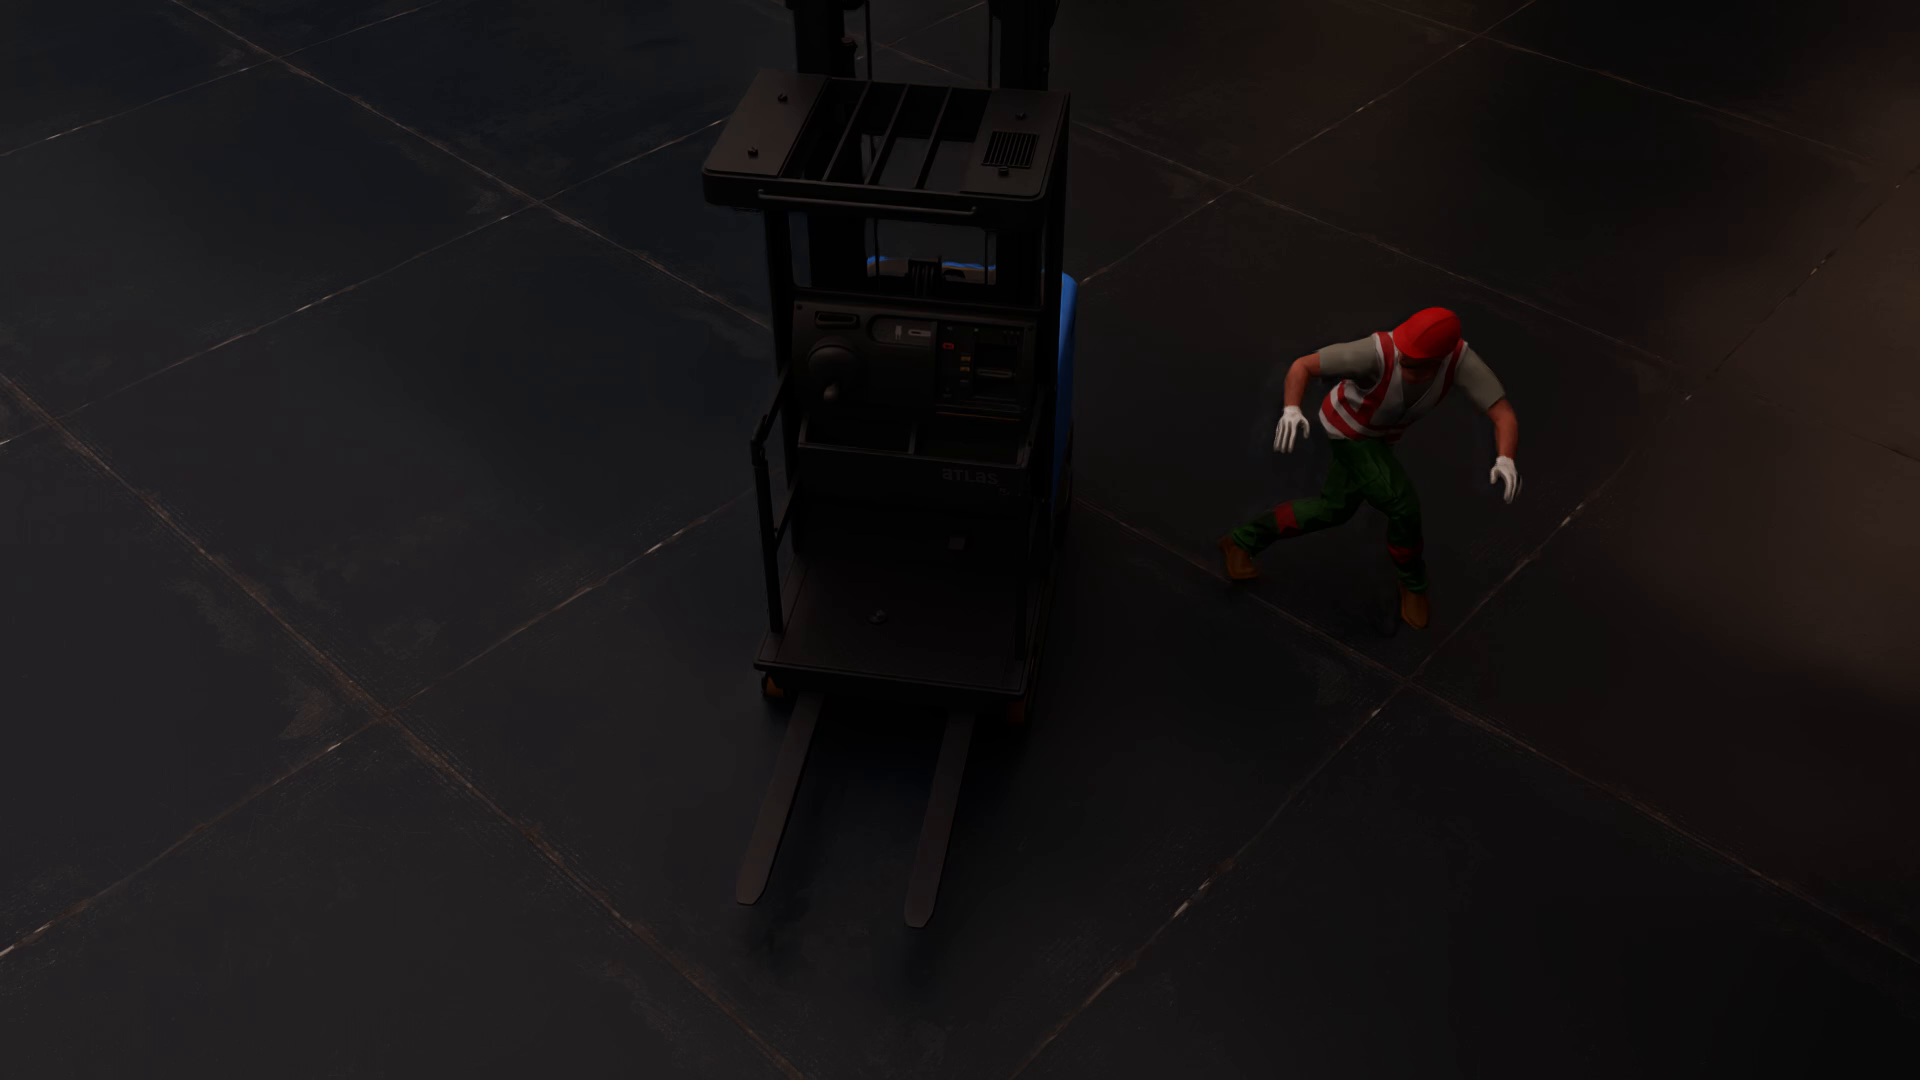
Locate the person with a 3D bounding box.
[{"bbox_3d":[1.704,-0.258,6.827,0.938,1.554,1.089,-22,45,-23],"label":"person"}]

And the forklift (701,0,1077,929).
[{"bbox_3d":[-0.209,-0.603,6.131,1.130,2.935,3.031,6,41,7],"label":"forklift"}]
